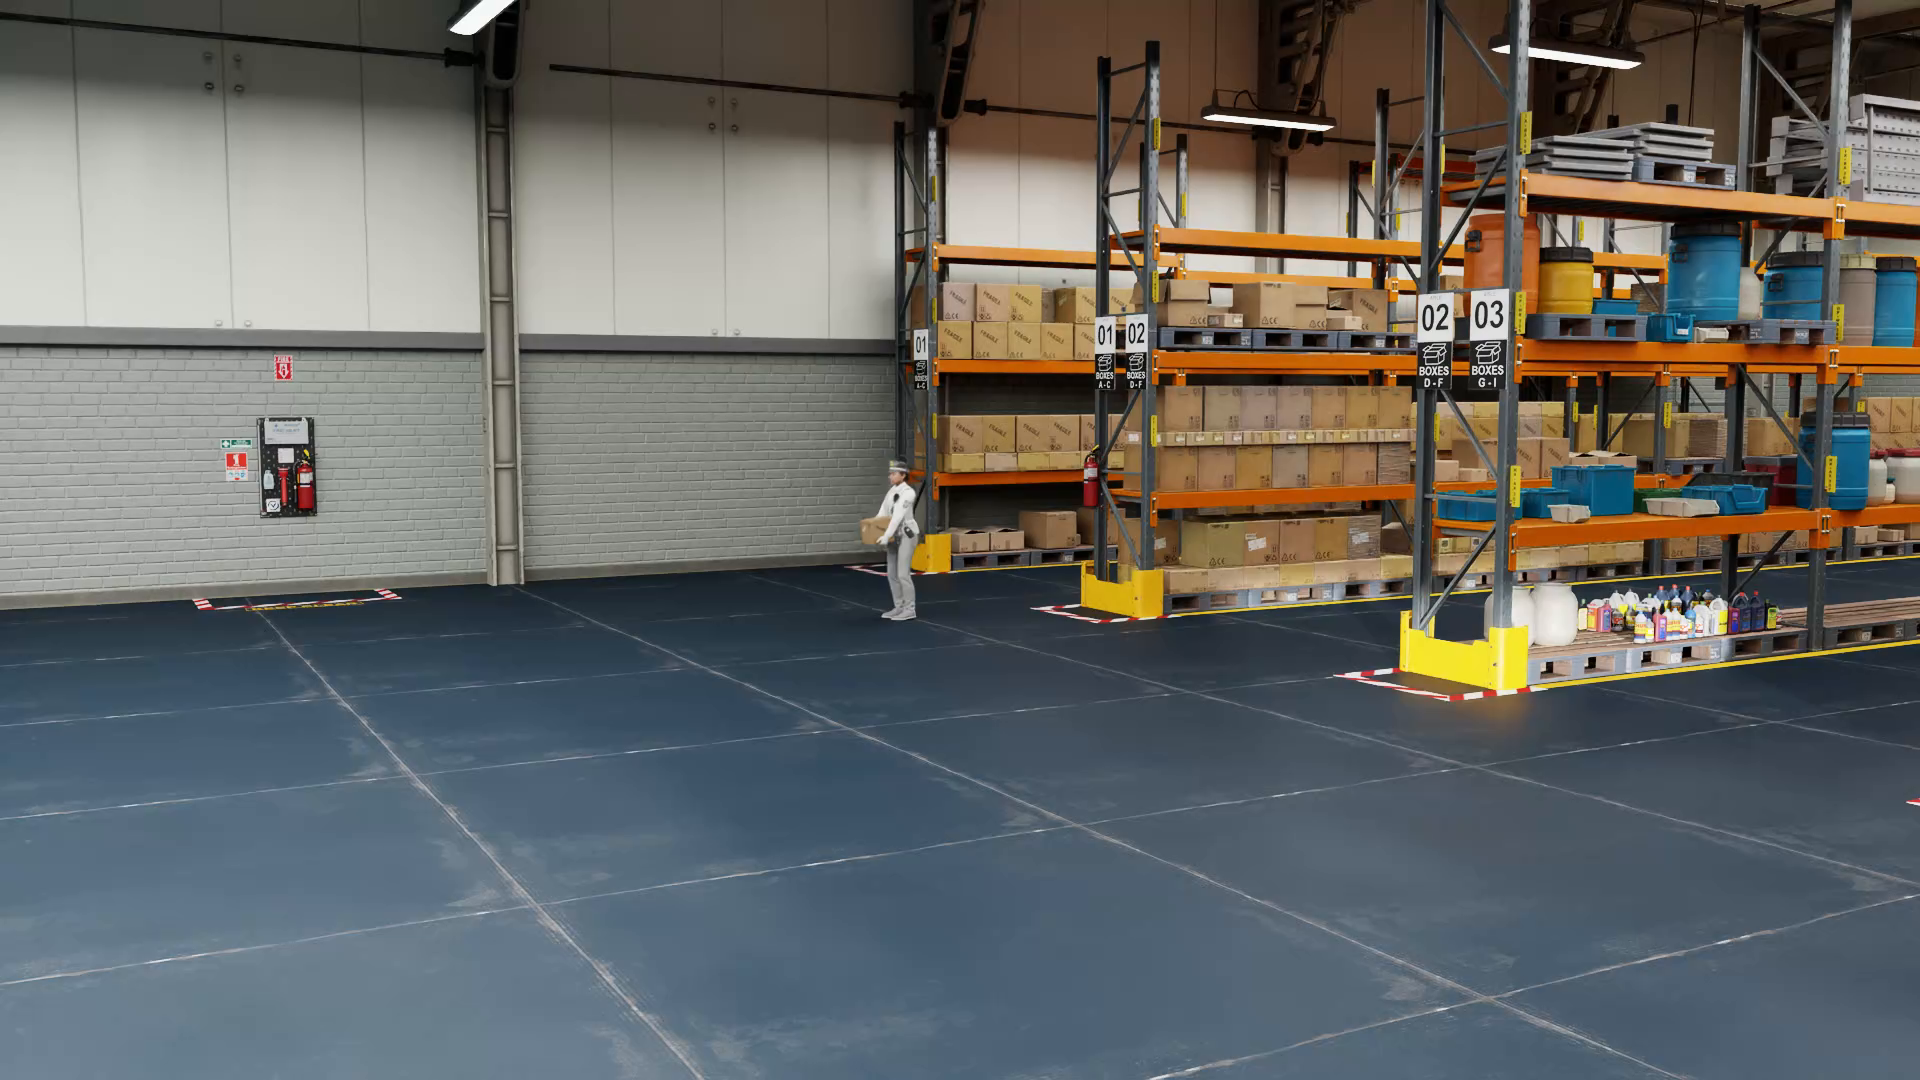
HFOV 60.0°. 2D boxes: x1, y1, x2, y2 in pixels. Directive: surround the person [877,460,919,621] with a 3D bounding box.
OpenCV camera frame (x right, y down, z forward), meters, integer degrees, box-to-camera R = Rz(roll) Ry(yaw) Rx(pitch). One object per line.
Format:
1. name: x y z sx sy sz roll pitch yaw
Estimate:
1. person: -0.691 0.001 17.433 0.528 1.682 0.417 -3 6 -30
